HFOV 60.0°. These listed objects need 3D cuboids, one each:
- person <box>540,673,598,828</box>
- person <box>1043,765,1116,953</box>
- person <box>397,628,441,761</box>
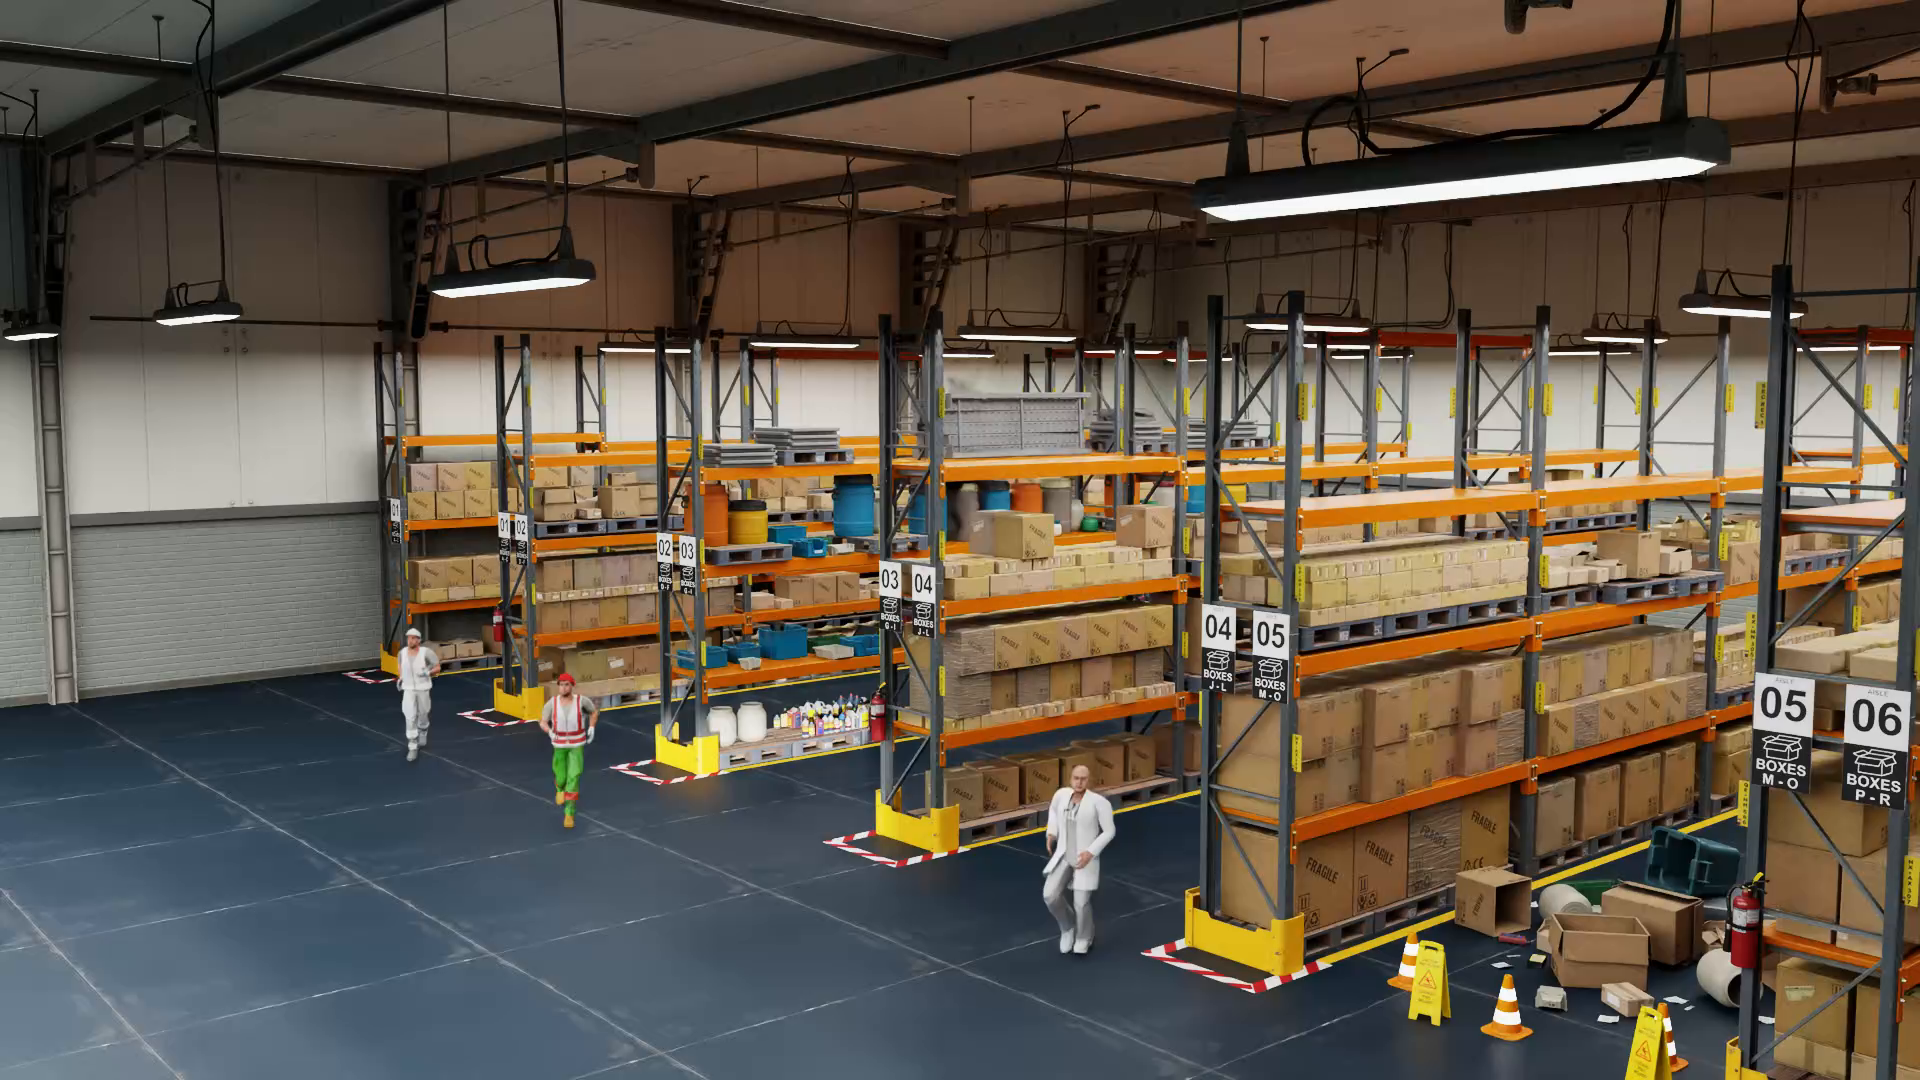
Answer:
[{"bbox_3d":[-4.686,2.470,19.940,0.667,1.786,0.951,-1,5,-8],"label":"person"},{"bbox_3d":[1.051,2.914,15.150,0.731,1.743,0.630,3,6,30],"label":"person"},{"bbox_3d":[-7.632,2.133,23.446,0.633,1.804,0.928,-1,5,-8],"label":"person"}]
